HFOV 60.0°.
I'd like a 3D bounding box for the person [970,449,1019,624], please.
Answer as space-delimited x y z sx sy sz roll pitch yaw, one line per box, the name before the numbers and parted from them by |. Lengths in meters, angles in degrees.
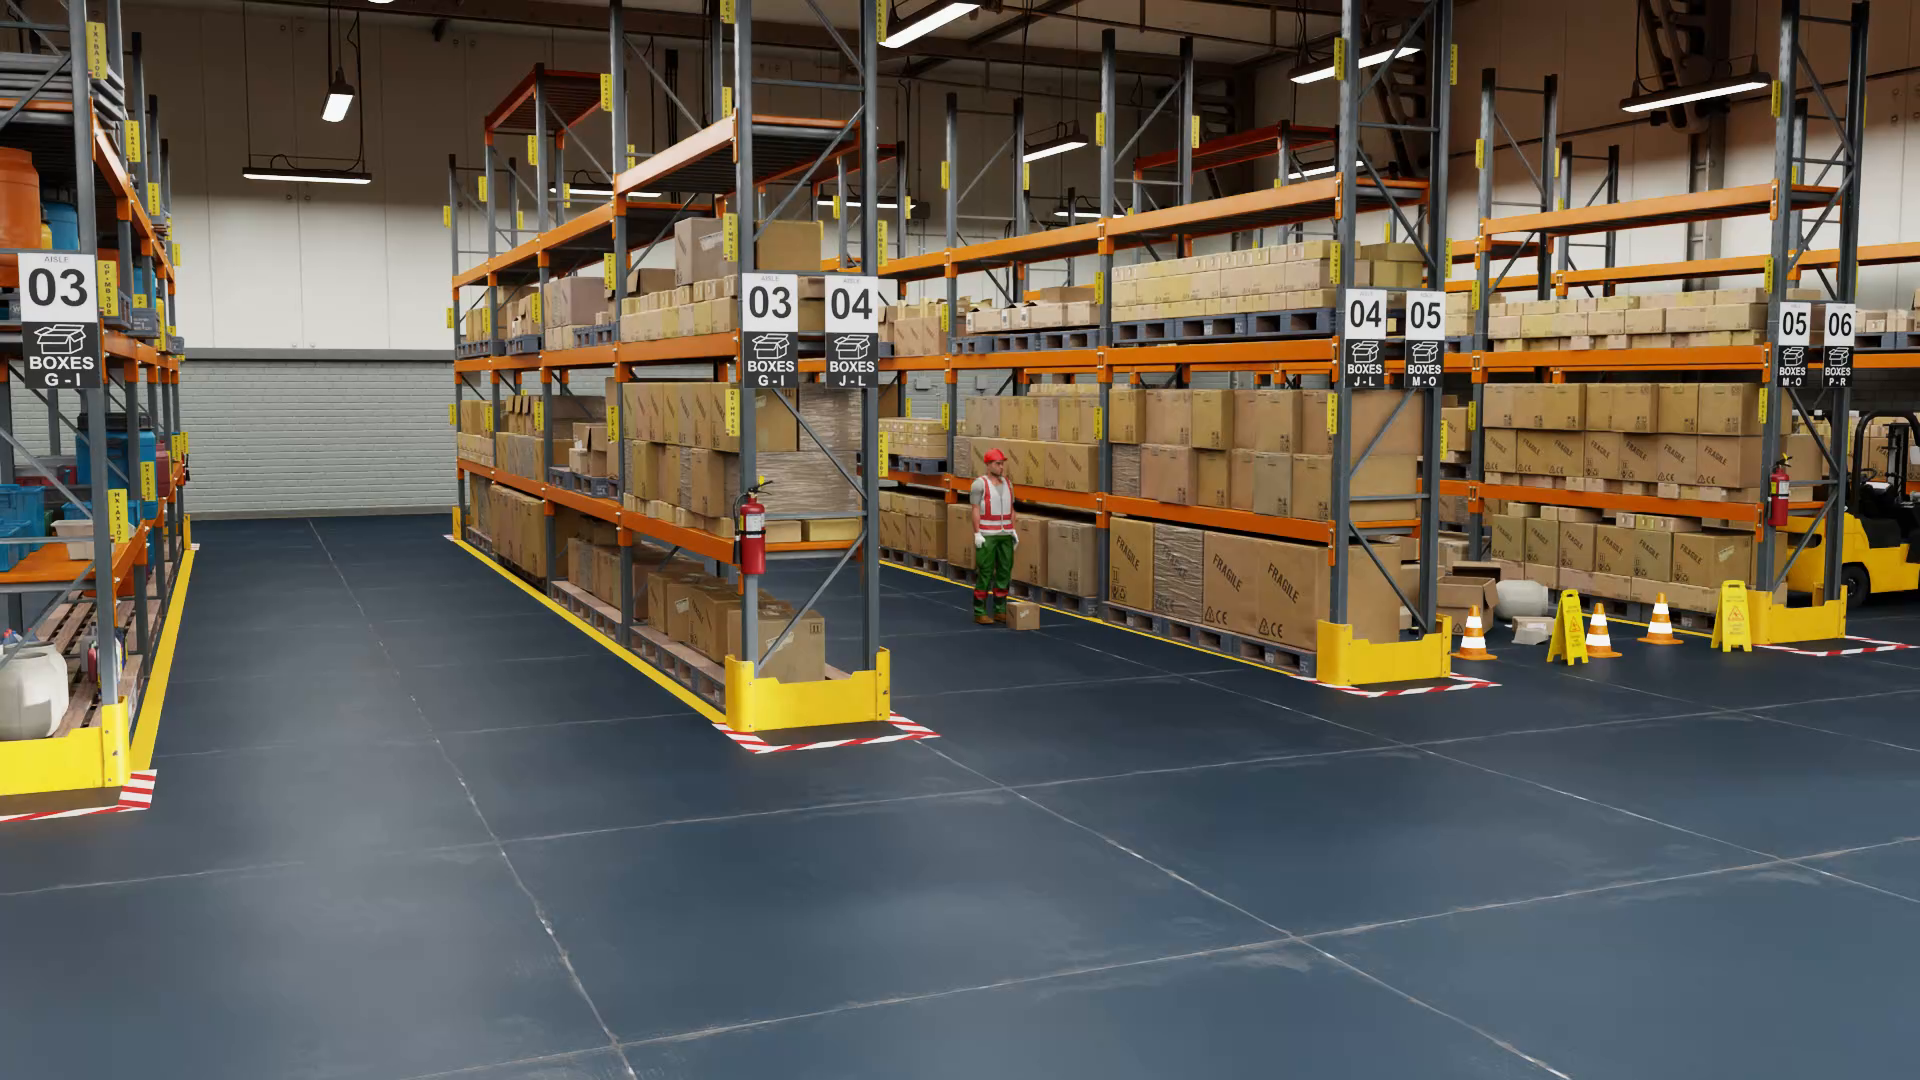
person | 0.357 -0.042 17.031 0.524 1.785 0.335 -4 6 -34
